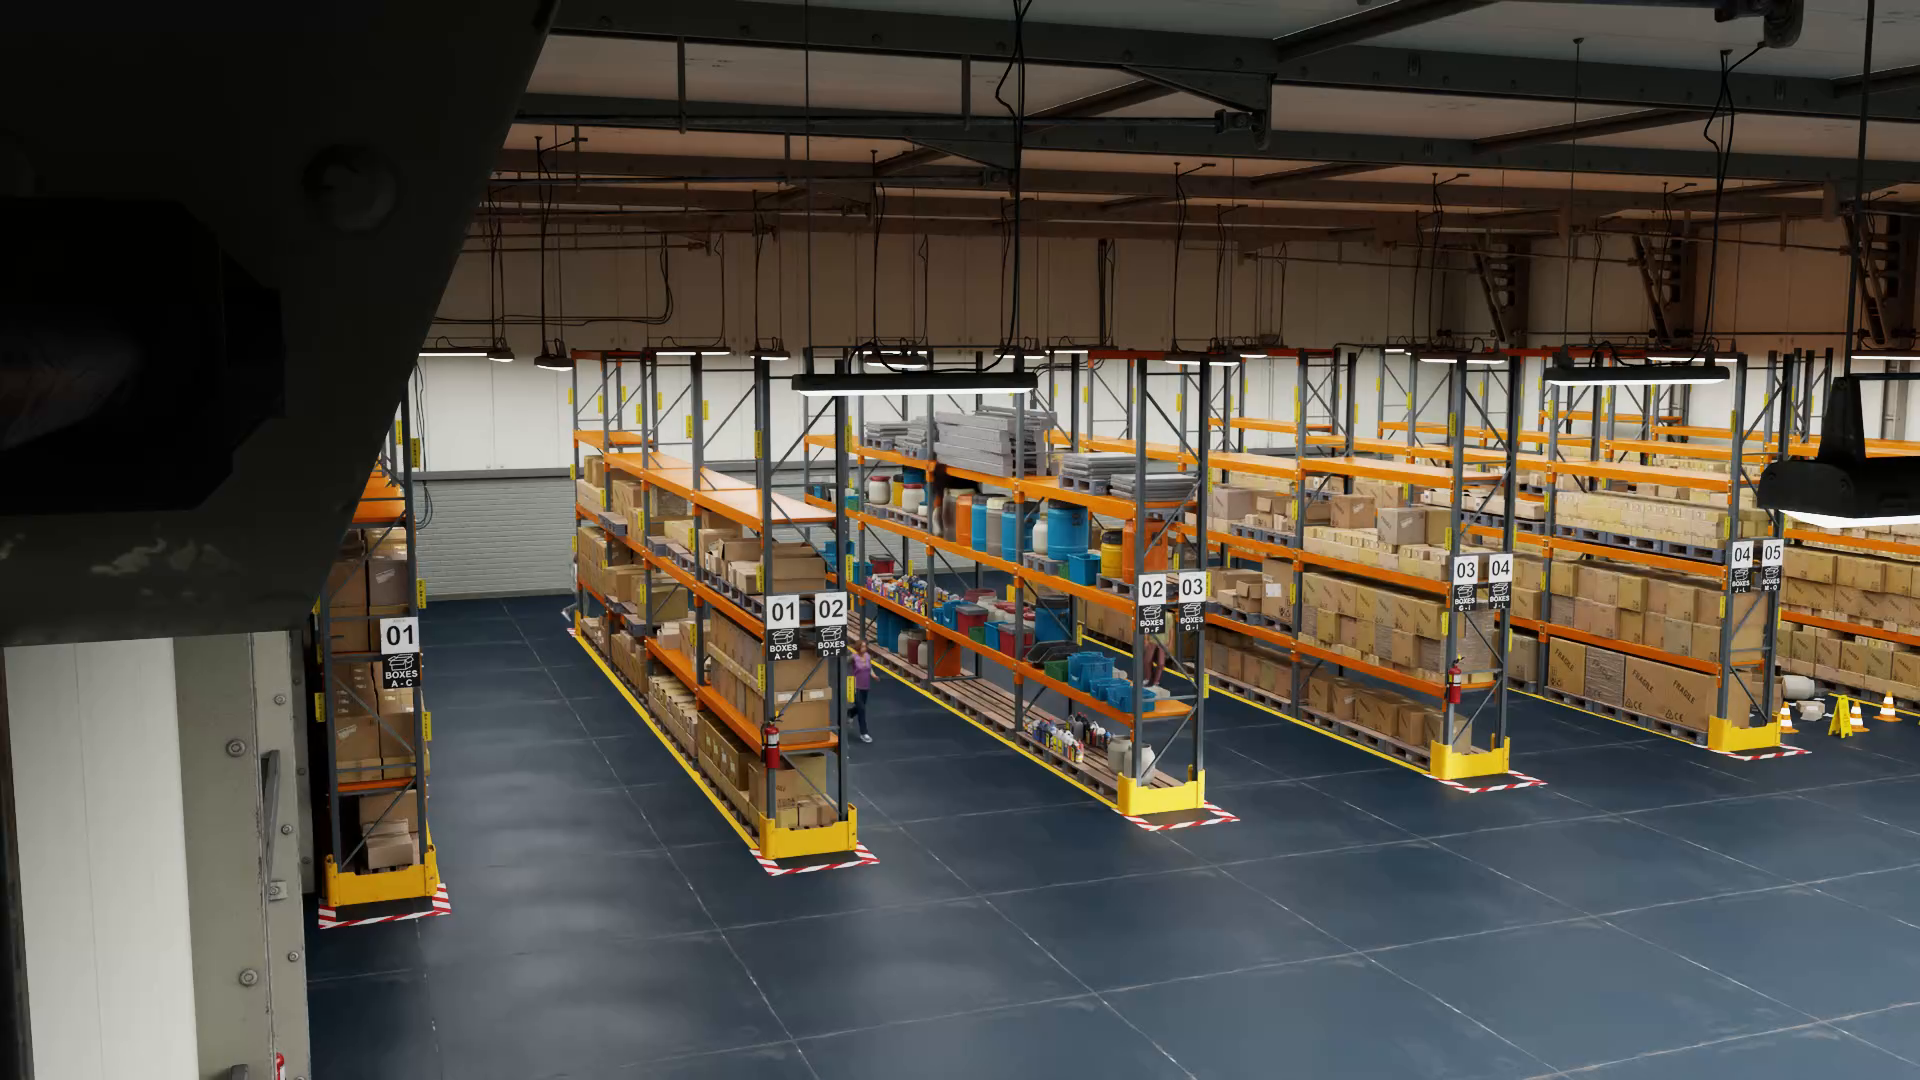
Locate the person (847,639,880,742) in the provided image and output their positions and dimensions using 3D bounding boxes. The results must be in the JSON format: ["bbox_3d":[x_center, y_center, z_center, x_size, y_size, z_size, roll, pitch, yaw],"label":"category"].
[{"bbox_3d":[-1.622,2.319,26.056,0.520,1.590,0.847,-5,9,-37],"label":"person"}]

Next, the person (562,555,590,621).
[{"bbox_3d":[-8.305,1.093,36.033,0.696,1.590,0.570,-5,9,-34],"label":"person"}]

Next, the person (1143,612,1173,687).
[{"bbox_3d":[3.512,1.844,29.592,0.565,1.699,0.442,2,7,12],"label":"person"}]
